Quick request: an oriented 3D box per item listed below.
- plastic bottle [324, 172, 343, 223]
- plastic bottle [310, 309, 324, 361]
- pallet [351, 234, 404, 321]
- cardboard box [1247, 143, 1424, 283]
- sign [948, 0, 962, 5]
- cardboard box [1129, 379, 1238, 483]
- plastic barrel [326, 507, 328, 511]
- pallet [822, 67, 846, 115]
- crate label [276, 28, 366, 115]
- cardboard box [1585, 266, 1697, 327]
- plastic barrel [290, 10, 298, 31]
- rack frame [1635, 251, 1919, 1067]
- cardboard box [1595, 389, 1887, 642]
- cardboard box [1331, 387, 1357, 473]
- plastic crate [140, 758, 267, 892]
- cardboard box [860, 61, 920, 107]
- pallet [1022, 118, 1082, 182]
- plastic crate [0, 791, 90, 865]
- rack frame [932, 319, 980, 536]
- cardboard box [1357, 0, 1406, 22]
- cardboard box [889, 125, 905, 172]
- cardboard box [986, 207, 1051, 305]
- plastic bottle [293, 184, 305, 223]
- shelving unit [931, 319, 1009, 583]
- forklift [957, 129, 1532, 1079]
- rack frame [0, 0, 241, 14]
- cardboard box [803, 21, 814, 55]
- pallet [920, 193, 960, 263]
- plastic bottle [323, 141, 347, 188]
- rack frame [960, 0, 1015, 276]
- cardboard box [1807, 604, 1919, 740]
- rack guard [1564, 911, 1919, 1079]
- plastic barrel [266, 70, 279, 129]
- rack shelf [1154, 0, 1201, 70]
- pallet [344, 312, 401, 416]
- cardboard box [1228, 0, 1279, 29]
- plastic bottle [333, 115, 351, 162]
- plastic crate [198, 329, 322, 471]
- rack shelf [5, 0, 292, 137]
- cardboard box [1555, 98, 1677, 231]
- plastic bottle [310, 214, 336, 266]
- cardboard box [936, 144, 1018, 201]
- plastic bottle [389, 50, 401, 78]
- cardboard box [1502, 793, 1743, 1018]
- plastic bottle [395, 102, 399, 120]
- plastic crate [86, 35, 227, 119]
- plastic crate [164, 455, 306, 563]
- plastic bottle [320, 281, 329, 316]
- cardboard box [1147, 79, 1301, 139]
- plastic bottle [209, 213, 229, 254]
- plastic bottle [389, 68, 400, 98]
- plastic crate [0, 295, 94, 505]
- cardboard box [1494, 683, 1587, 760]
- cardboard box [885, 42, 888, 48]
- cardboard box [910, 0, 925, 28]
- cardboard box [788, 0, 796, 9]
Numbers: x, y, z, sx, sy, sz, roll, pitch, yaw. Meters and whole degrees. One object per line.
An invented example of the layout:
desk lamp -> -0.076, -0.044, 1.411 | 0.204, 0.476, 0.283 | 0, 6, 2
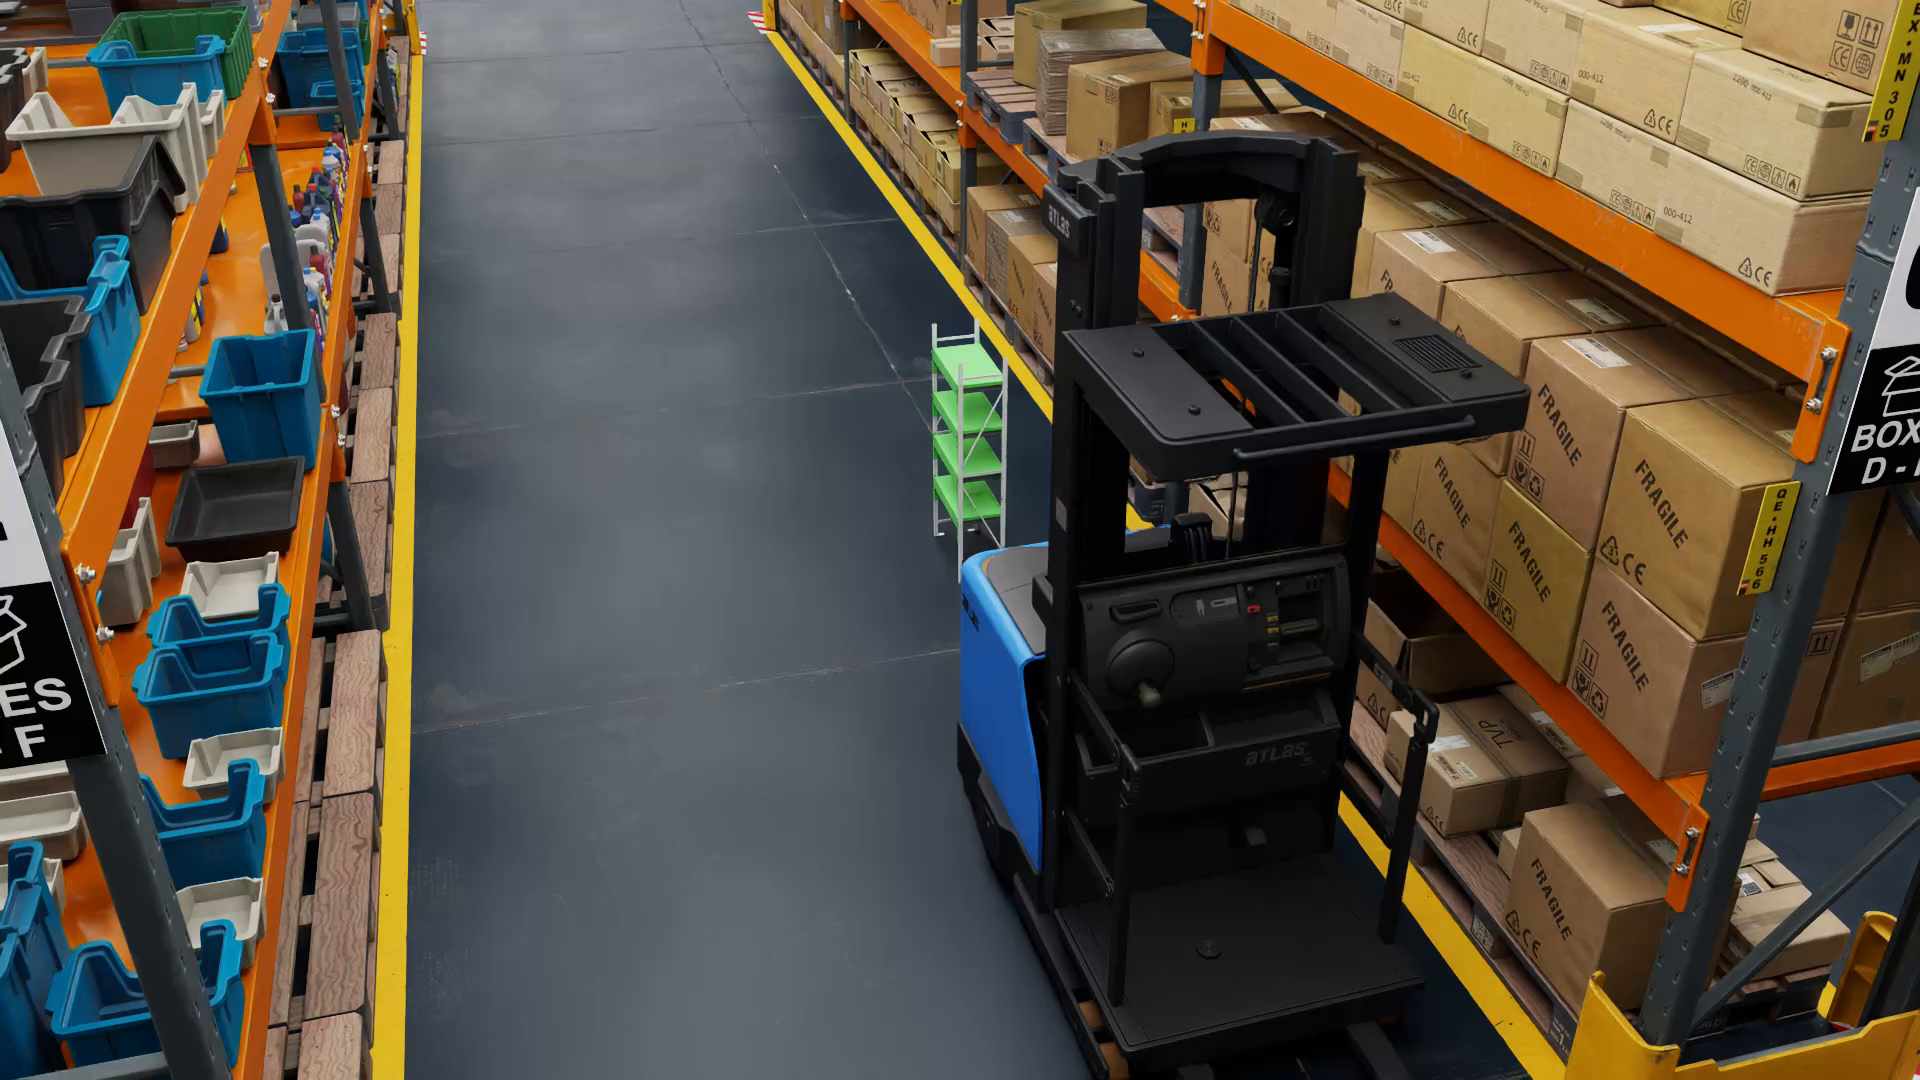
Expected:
plastic bottle -> -3.454, -1.893, 9.143 | 0.061, 0.283, 0.133 | -8, 31, -13
plastic bottle -> -2.936, -0.950, 7.513 | 0.061, 0.283, 0.133 | -8, 31, -13
pallet -> -4.444, -1.807, 11.661 | 1.003, 0.211, 1.213 | -8, 31, -13
cardboard box -> 1.554, -1.321, 6.940 | 0.500, 0.500, 0.500 | -9, 31, -15
sign -> -0.034, -3.717, 11.021 | 0.100, 0.325, 0.005 | -8, 31, -13
cardboard box -> 1.155, -0.668, 8.966 | 0.500, 0.500, 0.500 | -8, 31, -14
plastic barrel -> -3.530, -0.583, 8.438 | 0.600, 0.901, 0.708 | -8, 31, -13
pallet -> -0.732, -4.406, 16.151 | 1.003, 0.211, 1.213 | -8, 31, -13
crate label -> -4.279, -3.165, 11.189 | 0.502, 0.435, 0.616 | -8, 31, -13
cardboard box -> 2.486, -0.646, 5.774 | 0.500, 0.500, 0.500 | -7, 31, -13
plastic barrel -> -5.134, -3.847, 12.539 | 0.301, 0.262, 0.301 | 0, 30, 0
rack frame -> 2.624, 0.573, 4.766 | 1.000, 3.000, 0.127 | -8, 31, -13
cardboard box -> 2.241, -0.082, 4.799 | 0.500, 0.500, 0.500 | -8, 31, -14
cardboard box -> 1.705, -0.631, 6.746 | 0.500, 0.500, 0.500 | -8, 31, -14
plastic crate -> -2.075, 0.795, 4.489 | 0.416, 0.233, 0.300 | -8, 31, -13
cardboard box -> -0.564, -3.982, 14.401 | 0.500, 0.311, 0.500 | -8, 31, -14
pallet -> 1.021, -2.269, 9.868 | 1.003, 0.211, 1.213 | -8, 31, -13
plastic crate -> -2.607, 0.806, 4.566 | 0.396, 0.136, 0.243 | -8, 31, -13
rack frame -> -0.021, -0.557, 8.515 | 0.240, 1.200, 0.015 | -8, 31, -13
cardboard box -> 1.708, -2.057, 5.965 | 0.500, 0.250, 0.500 | -8, 31, -13
cardboard box -> -0.284, -3.244, 13.686 | 0.500, 0.250, 0.500 | -7, 31, -12
cardboard box -> 0.490, -1.890, 11.076 | 0.500, 0.500, 0.500 | -9, 31, -15
plastic bottle -> -3.544, -1.785, 8.955 | 0.061, 0.283, 0.133 | -8, 31, -13
shelving unit -> 0.044, -0.439, 8.311 | 0.258, 1.200, 0.503 | -8, 31, -13
forklift -> 0.902, 0.351, 5.219 | 1.130, 2.935, 3.031 | -9, 31, -14
rack frame -> -3.214, -3.299, 5.466 | 1.000, 3.000, 0.127 | -8, 31, -13
cardboard box -> -1.298, -5.133, 16.950 | 0.500, 0.250, 0.500 | -8, 31, -13
pallet -> 0.320, -2.487, 12.836 | 1.003, 0.211, 1.213 | -8, 31, -13
plastic bottle -> -3.631, -2.176, 9.644 | 0.097, 0.271, 0.097 | 0, 30, 0
rack frame -> 0.501, -3.291, 11.441 | 1.000, 3.000, 0.127 | -8, 31, -13
cardboard box -> 2.761, 0.280, 5.172 | 0.500, 0.500, 0.500 | -7, 31, -12
rack guard -> 2.604, 1.618, 5.456 | 1.175, 0.500, 0.348 | -8, 31, -13
plastic barrel -> -4.691, -2.877, 10.590 | 0.600, 0.536, 0.708 | -8, 31, -13
rack shelf -> 1.032, -3.312, 9.201 | 1.077, 0.370, 4.000 | -8, 31, -13
pallet -> -4.027, -1.052, 10.357 | 1.003, 0.211, 1.213 | -8, 31, -13
cardboard box -> 1.453, -2.325, 6.927 | 0.500, 0.250, 0.500 | -8, 31, -13
plastic bottle -> -3.757, -2.445, 10.096 | 0.061, 0.283, 0.133 | -8, 31, -13
plastic crate -> -2.762, -0.541, 6.647 | 0.392, 0.384, 0.575 | -8, 31, -13
rack shelf -> -3.745, -2.655, 8.067 | 1.077, 0.370, 4.000 | -8, 31, -13
cardboard box -> 2.111, -1.116, 4.840 | 0.500, 0.250, 0.500 | -8, 31, -13
plastic bottle -> -3.282, -1.540, 8.544 | 0.097, 0.271, 0.097 | 0, 30, 0
cardboard box -> 0.124, -2.746, 12.265 | 0.500, 0.311, 0.500 | -7, 31, -12
plastic bottle -> -5.449, -4.555, 15.906 | 0.152, 0.276, 0.135 | -8, 31, -13
cardboard box -> 2.242, 1.234, 5.679 | 0.500, 0.500, 0.500 | -8, 31, -13
plastic bottle -> -5.027, -3.807, 14.687 | 0.097, 0.201, 0.097 | 0, 30, 0
plastic crate -> -2.665, -1.531, 5.573 | 0.416, 0.233, 0.300 | -8, 31, -13
plastic crate -> -2.658, -0.104, 6.151 | 0.437, 0.125, 0.590 | -8, 31, -13
plastic bottle -> -3.097, -1.174, 7.982 | 0.097, 0.201, 0.097 | 0, 30, 0
cardboard box -> 1.409, -2.166, 8.979 | 0.700, 0.500, 0.500 | -3, 30, -5
plastic bottle -> -3.955, -1.699, 8.739 | 0.144, 0.351, 0.185 | -8, 31, -13
plastic bottle -> -5.206, -4.202, 15.288 | 0.061, 0.283, 0.133 | -6, 31, -11
plastic crate -> -1.986, -0.235, 3.298 | 0.497, 0.269, 0.590 | -8, 31, -13
cardboard box -> 2.488, 0.789, 6.698 | 0.500, 0.250, 0.500 | -8, 31, -13
cardboard box -> -0.522, -5.045, 16.049 | 0.500, 0.500, 0.500 | -8, 31, -13
cardboard box -> -0.100, -4.397, 13.252 | 0.500, 0.500, 0.500 | -8, 31, -13
cardboard box -> -1.560, -5.941, 17.597 | 0.500, 0.500, 0.500 | -8, 31, -13
